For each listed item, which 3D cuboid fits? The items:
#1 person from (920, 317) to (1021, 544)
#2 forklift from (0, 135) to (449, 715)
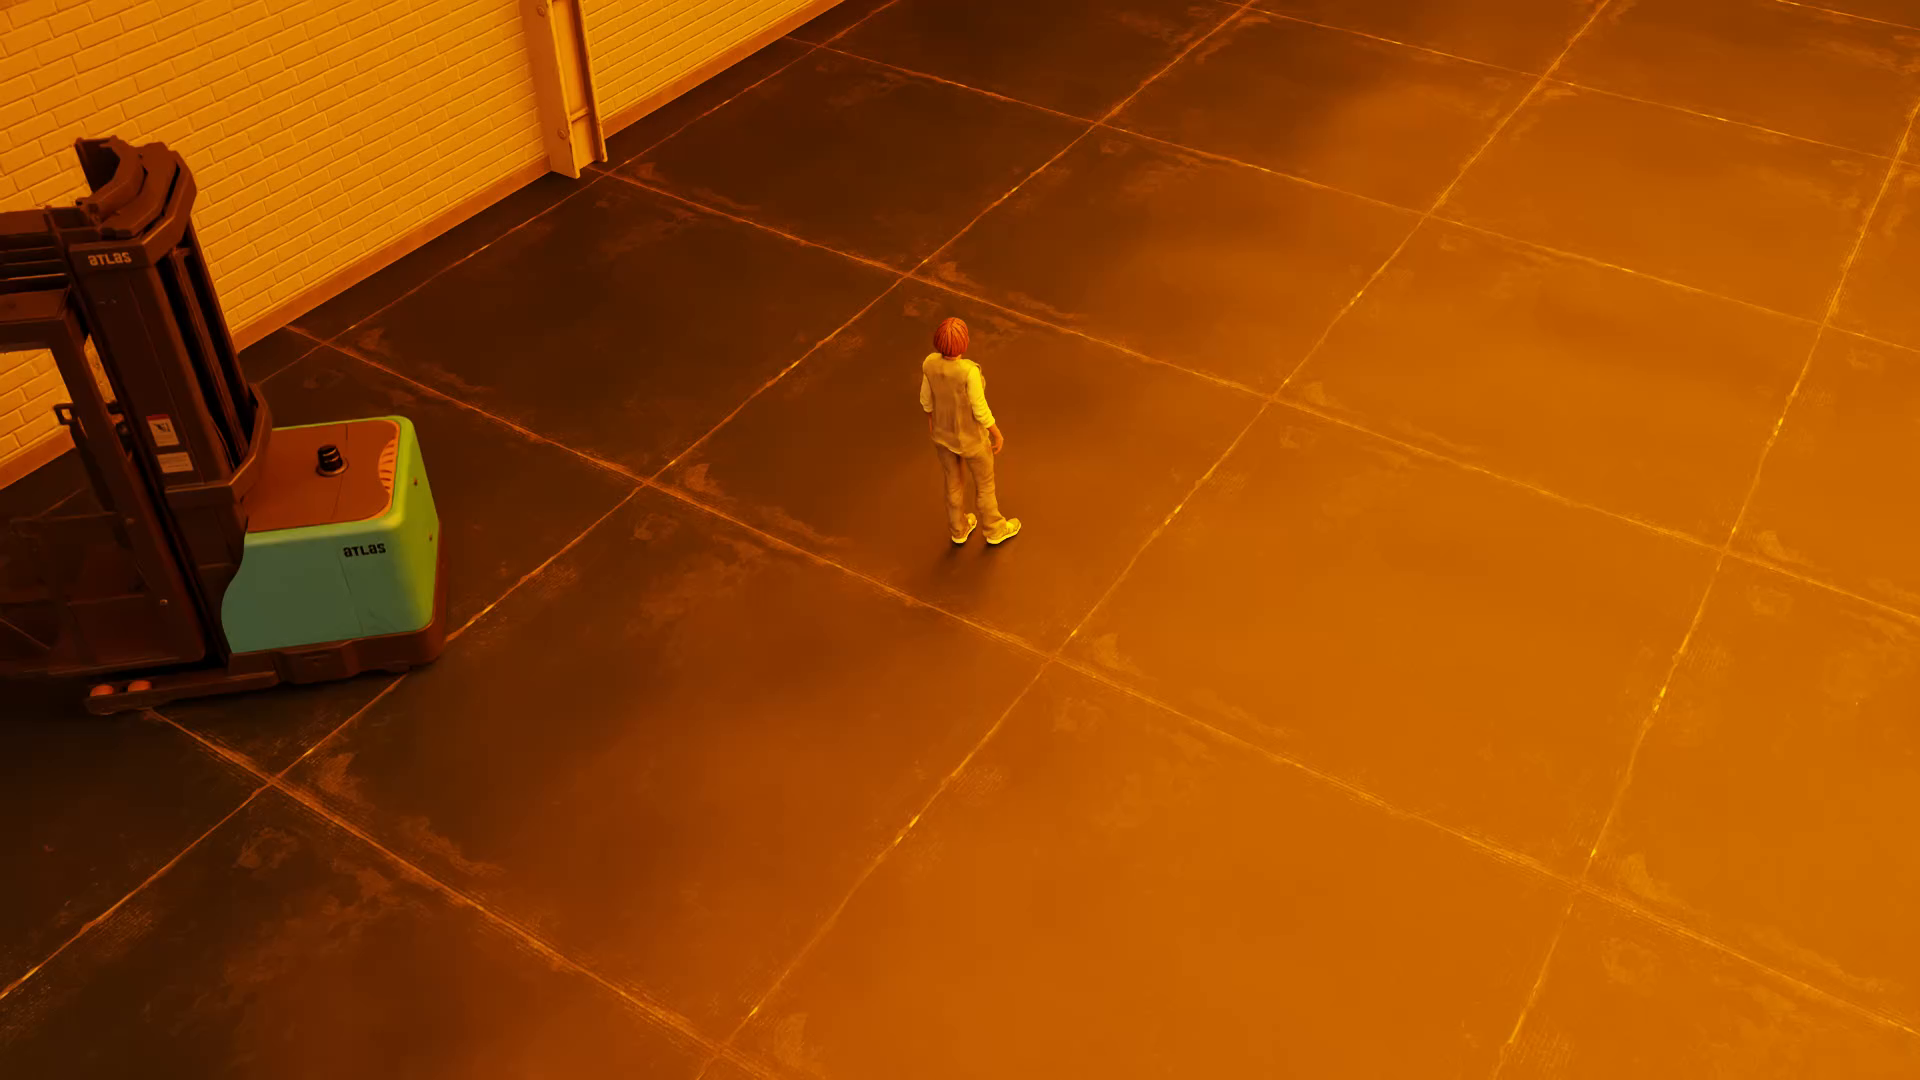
[{"bbox_3d":[0.052,-0.651,9.755,0.520,1.599,0.473,22,45,24],"label":"person"},{"bbox_3d":[-4.489,-0.533,8.596,3.031,2.935,1.130,-7,41,-8],"label":"forklift"}]
